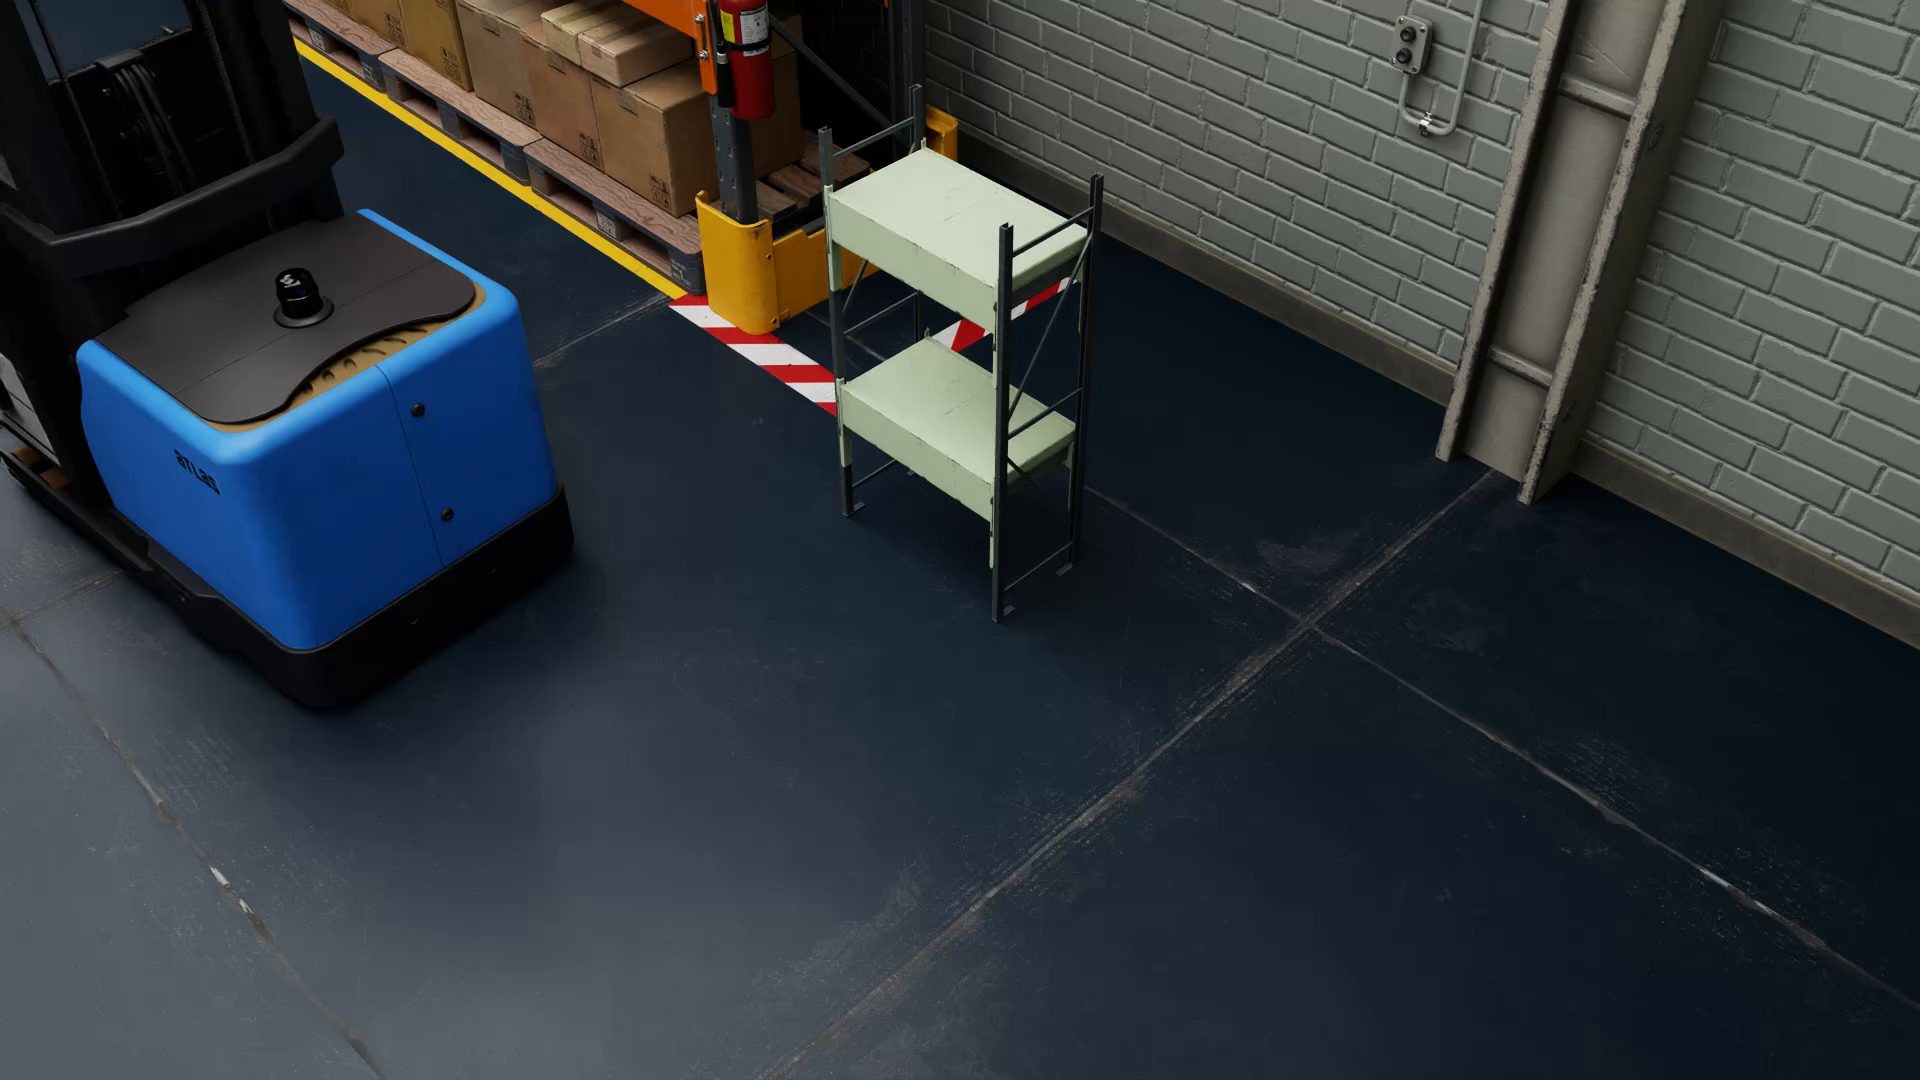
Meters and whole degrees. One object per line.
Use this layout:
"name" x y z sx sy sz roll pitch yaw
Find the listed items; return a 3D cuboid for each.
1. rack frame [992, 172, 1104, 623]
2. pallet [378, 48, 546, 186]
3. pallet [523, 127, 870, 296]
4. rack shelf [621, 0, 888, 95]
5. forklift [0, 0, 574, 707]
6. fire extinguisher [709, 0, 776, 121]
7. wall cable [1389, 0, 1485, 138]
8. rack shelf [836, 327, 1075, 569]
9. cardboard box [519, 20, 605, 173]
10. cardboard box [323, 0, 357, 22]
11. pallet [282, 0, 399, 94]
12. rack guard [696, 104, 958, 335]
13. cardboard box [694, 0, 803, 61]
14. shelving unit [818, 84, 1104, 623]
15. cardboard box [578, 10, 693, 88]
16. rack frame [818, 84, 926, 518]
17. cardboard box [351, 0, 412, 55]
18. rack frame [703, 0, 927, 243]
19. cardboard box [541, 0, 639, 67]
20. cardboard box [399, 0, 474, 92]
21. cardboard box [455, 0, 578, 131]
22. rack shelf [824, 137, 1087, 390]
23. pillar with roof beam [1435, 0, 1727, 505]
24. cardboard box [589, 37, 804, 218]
"rack frame" 0.254 -0.378 5.054 0.400 1.500 0.023 -34 53 -31
"pallet" -2.012 -2.182 7.956 1.003 0.211 1.213 -34 53 -31
"pallet" -1.155 -1.596 7.322 1.003 0.211 1.213 -34 53 -31
"rack shelf" -1.947 -2.971 7.285 1.077 0.370 4.000 -34 53 -31
"forklift" -2.762 -1.416 5.123 3.031 2.935 1.130 30 50 28
"fire extinguisher" -0.755 -1.815 5.836 0.296 0.674 0.183 -34 53 -31
"wall cable" 1.039 -2.485 5.480 0.084 1.984 1.851 -34 53 -31
"rack shelf" -0.005 -0.315 5.466 0.431 0.370 0.720 -34 53 -31
"cardboard box" -1.453 -2.039 7.279 0.500 0.500 0.700 34 53 31
"cardboard box" -2.904 -3.024 8.344 0.700 0.500 0.500 -33 52 -31
"pallet" -2.878 -2.769 8.591 1.003 0.211 1.213 -34 53 -31
"rack guard" -0.518 -1.344 6.836 1.175 0.500 0.348 -34 53 -31
"cardboard box" -0.870 -2.072 6.837 0.380 0.149 0.250 -34 52 -31
"shelving unit" -0.005 -0.554 5.244 0.431 1.500 0.755 -34 53 -31
"cardboard box" -1.320 -2.011 6.771 0.250 0.149 0.380 34 52 31
"rack frame" -0.263 -0.730 5.435 0.400 1.500 0.023 -34 53 -31
"cardboard box" -2.552 -2.781 8.081 0.500 0.500 0.700 34 52 31
"rack frame" -0.535 -2.274 6.000 1.000 3.000 0.127 -34 53 -31
"cardboard box" -1.501 -2.133 6.903 0.380 0.149 0.250 -33 52 -30
"cardboard box" -2.191 -2.533 7.813 0.700 0.500 0.500 -33 52 -30
"cardboard box" -1.809 -2.280 7.540 0.500 0.500 0.700 32 52 30
"rack shelf" -0.005 -0.841 4.980 0.431 0.370 0.720 -34 53 -31
"pillar with roof beam" -1.064 -1.531 0.776 9.100 9.000 0.400 -34 53 -31
"cardboard box" -1.100 -1.798 7.018 0.700 0.500 0.500 -34 53 -31
